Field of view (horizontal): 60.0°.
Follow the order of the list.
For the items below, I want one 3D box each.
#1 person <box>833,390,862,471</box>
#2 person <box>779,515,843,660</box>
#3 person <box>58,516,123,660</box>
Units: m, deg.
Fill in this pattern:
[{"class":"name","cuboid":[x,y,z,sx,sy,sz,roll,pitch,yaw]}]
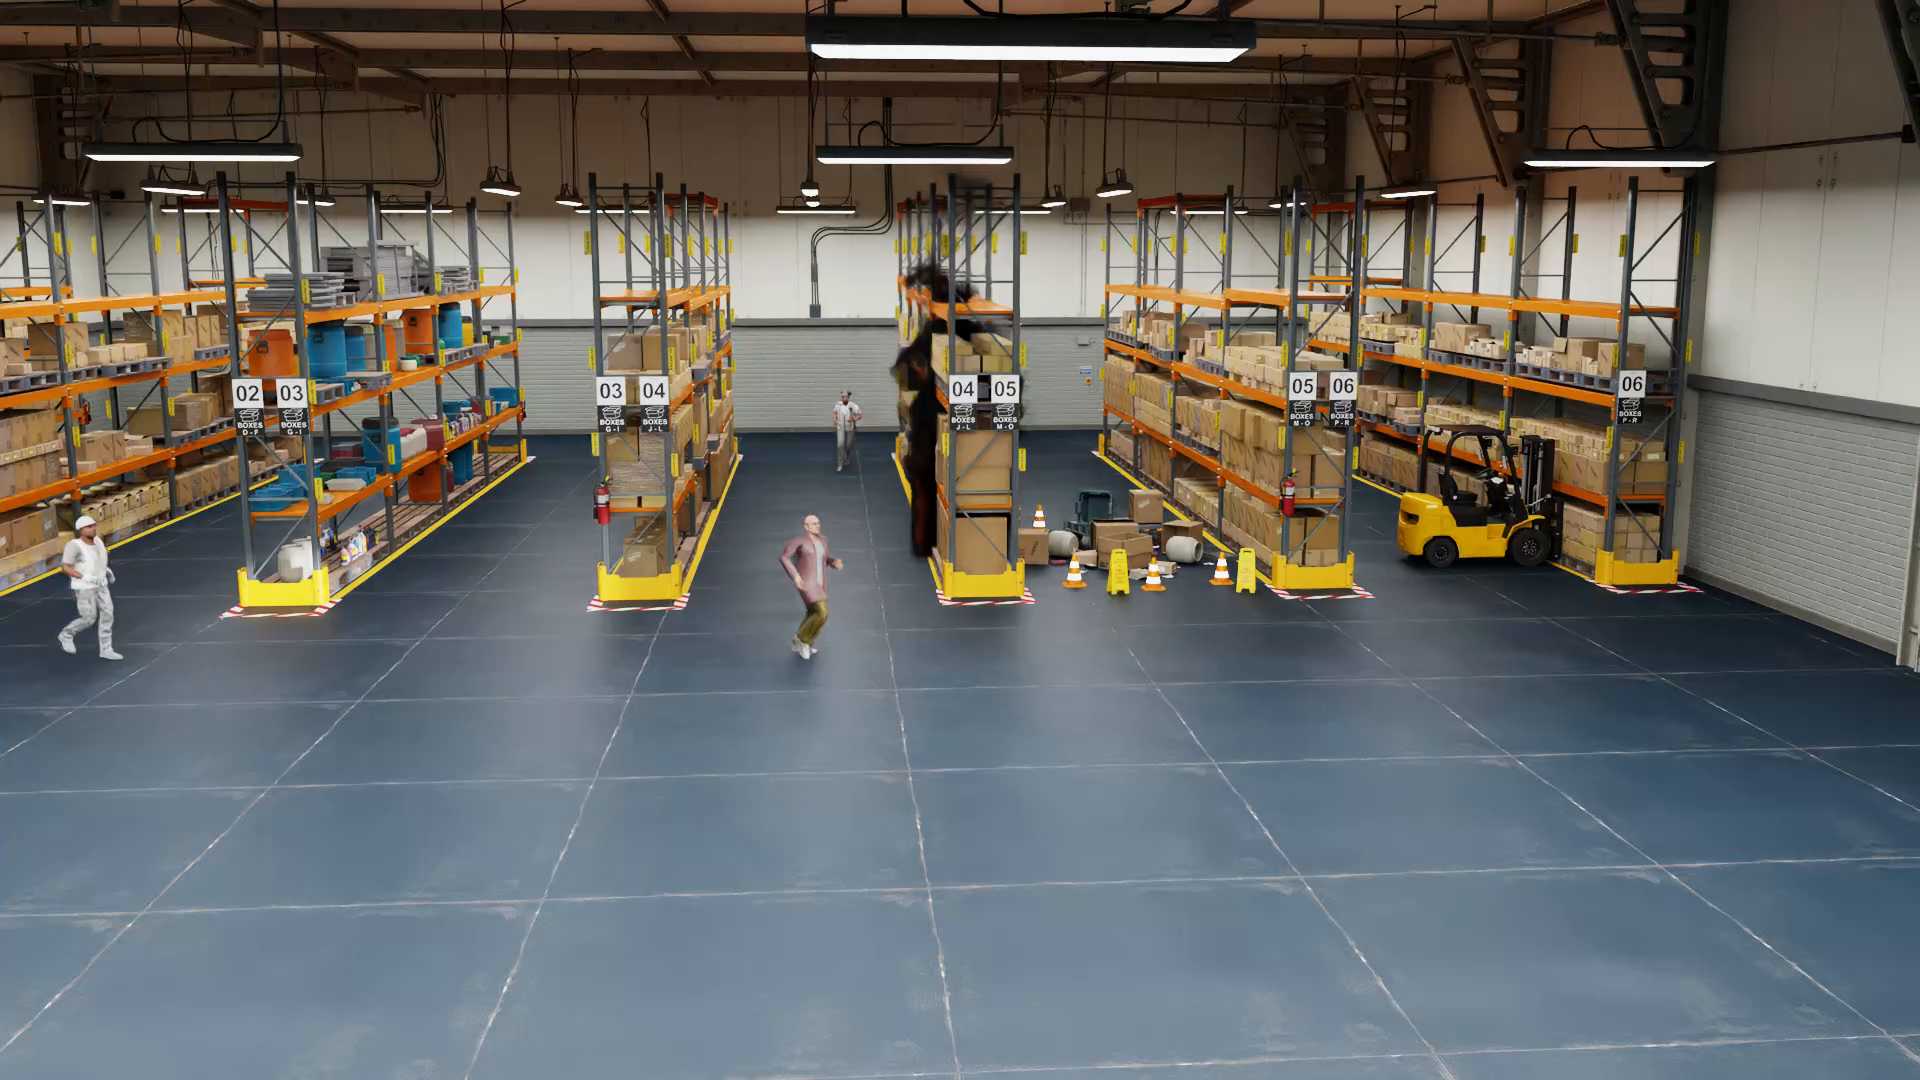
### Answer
[{"class":"person","cuboid":[-2.554,-2.482,37.728,0.674,1.862,0.772,0,10,2]},{"class":"person","cuboid":[-1.778,0.577,20.402,0.731,1.777,0.677,7,12,34]},{"class":"person","cuboid":[-10.664,0.582,20.340,0.806,1.778,0.707,3,10,15]}]
